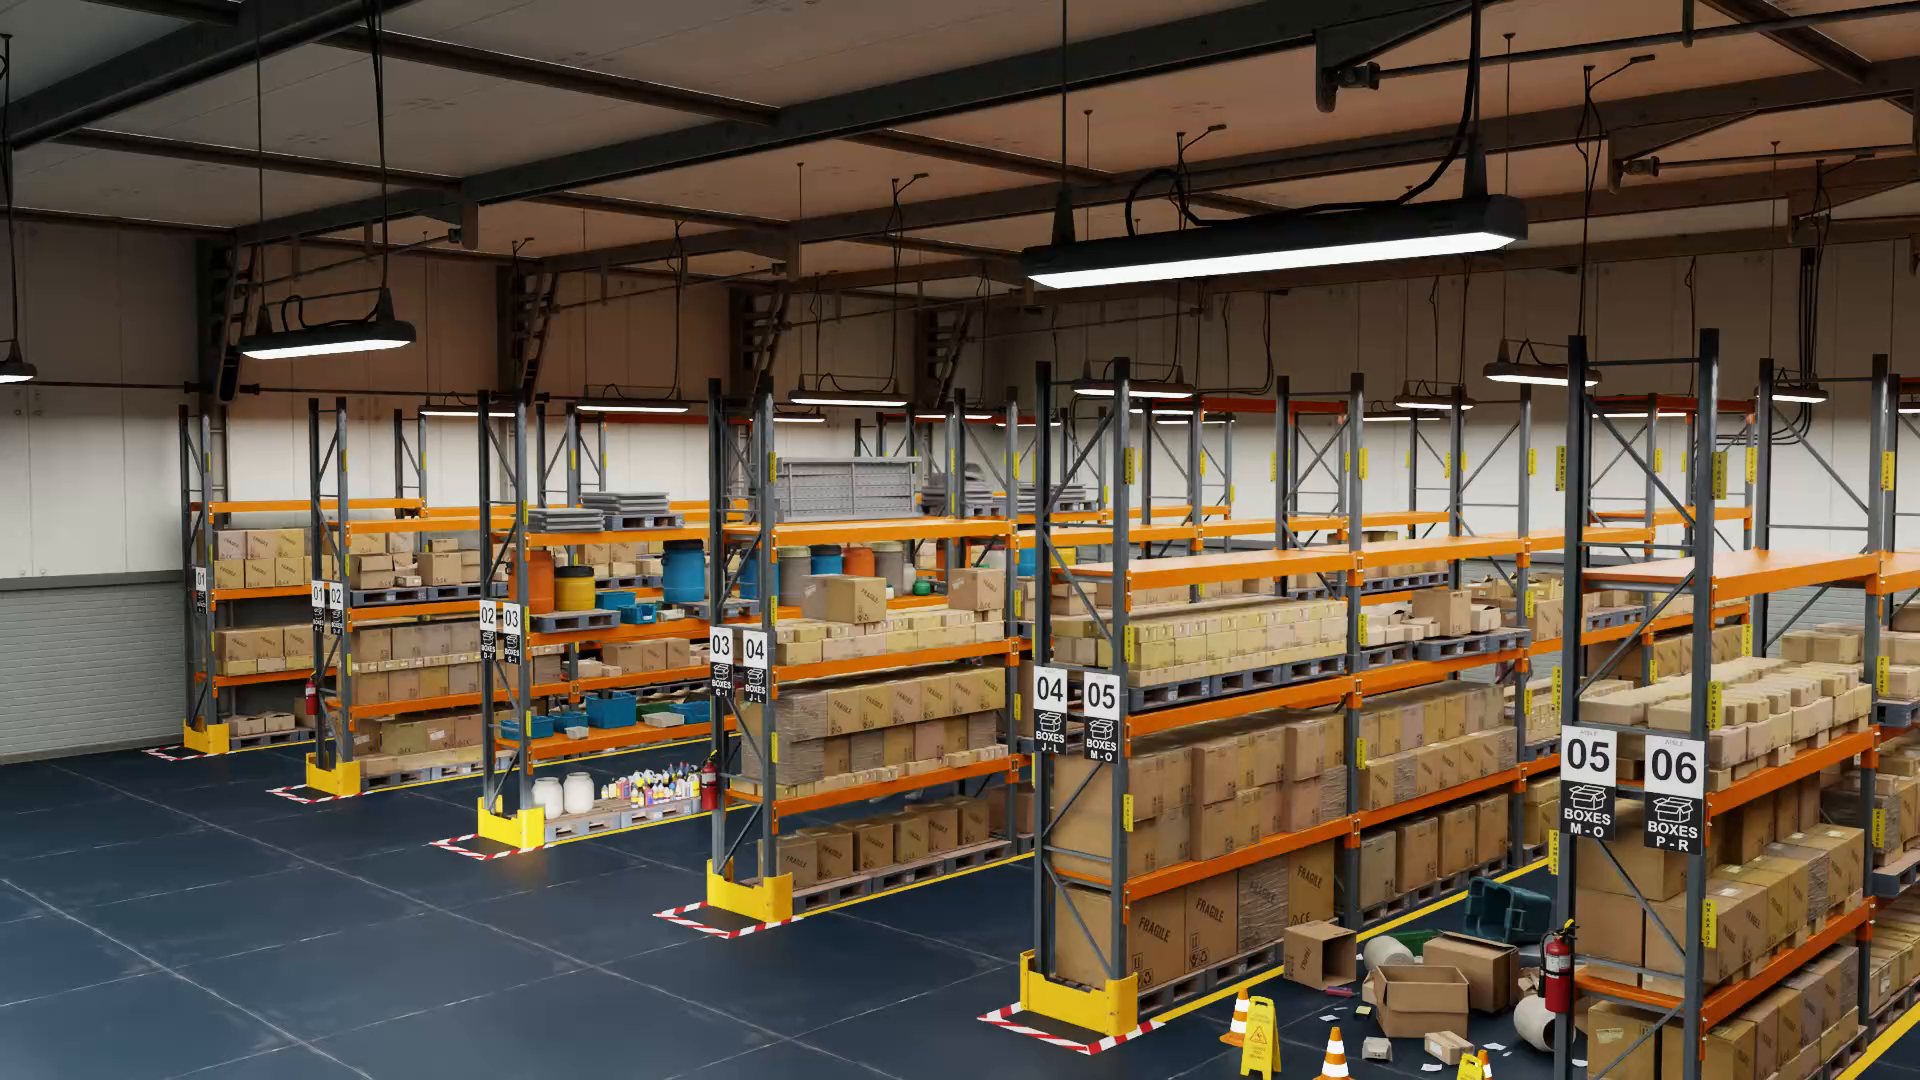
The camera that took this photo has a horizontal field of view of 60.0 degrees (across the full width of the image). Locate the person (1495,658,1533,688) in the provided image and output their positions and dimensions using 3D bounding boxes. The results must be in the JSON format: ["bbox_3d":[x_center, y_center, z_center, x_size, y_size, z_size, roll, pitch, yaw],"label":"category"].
[{"bbox_3d":[10.187,2.691,30.709,0.751,1.708,0.600,2,4,33],"label":"person"}]

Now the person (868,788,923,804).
[{"bbox_3d":[-0.873,2.990,24.233,0.839,1.752,0.737,-2,4,-34],"label":"person"}]
